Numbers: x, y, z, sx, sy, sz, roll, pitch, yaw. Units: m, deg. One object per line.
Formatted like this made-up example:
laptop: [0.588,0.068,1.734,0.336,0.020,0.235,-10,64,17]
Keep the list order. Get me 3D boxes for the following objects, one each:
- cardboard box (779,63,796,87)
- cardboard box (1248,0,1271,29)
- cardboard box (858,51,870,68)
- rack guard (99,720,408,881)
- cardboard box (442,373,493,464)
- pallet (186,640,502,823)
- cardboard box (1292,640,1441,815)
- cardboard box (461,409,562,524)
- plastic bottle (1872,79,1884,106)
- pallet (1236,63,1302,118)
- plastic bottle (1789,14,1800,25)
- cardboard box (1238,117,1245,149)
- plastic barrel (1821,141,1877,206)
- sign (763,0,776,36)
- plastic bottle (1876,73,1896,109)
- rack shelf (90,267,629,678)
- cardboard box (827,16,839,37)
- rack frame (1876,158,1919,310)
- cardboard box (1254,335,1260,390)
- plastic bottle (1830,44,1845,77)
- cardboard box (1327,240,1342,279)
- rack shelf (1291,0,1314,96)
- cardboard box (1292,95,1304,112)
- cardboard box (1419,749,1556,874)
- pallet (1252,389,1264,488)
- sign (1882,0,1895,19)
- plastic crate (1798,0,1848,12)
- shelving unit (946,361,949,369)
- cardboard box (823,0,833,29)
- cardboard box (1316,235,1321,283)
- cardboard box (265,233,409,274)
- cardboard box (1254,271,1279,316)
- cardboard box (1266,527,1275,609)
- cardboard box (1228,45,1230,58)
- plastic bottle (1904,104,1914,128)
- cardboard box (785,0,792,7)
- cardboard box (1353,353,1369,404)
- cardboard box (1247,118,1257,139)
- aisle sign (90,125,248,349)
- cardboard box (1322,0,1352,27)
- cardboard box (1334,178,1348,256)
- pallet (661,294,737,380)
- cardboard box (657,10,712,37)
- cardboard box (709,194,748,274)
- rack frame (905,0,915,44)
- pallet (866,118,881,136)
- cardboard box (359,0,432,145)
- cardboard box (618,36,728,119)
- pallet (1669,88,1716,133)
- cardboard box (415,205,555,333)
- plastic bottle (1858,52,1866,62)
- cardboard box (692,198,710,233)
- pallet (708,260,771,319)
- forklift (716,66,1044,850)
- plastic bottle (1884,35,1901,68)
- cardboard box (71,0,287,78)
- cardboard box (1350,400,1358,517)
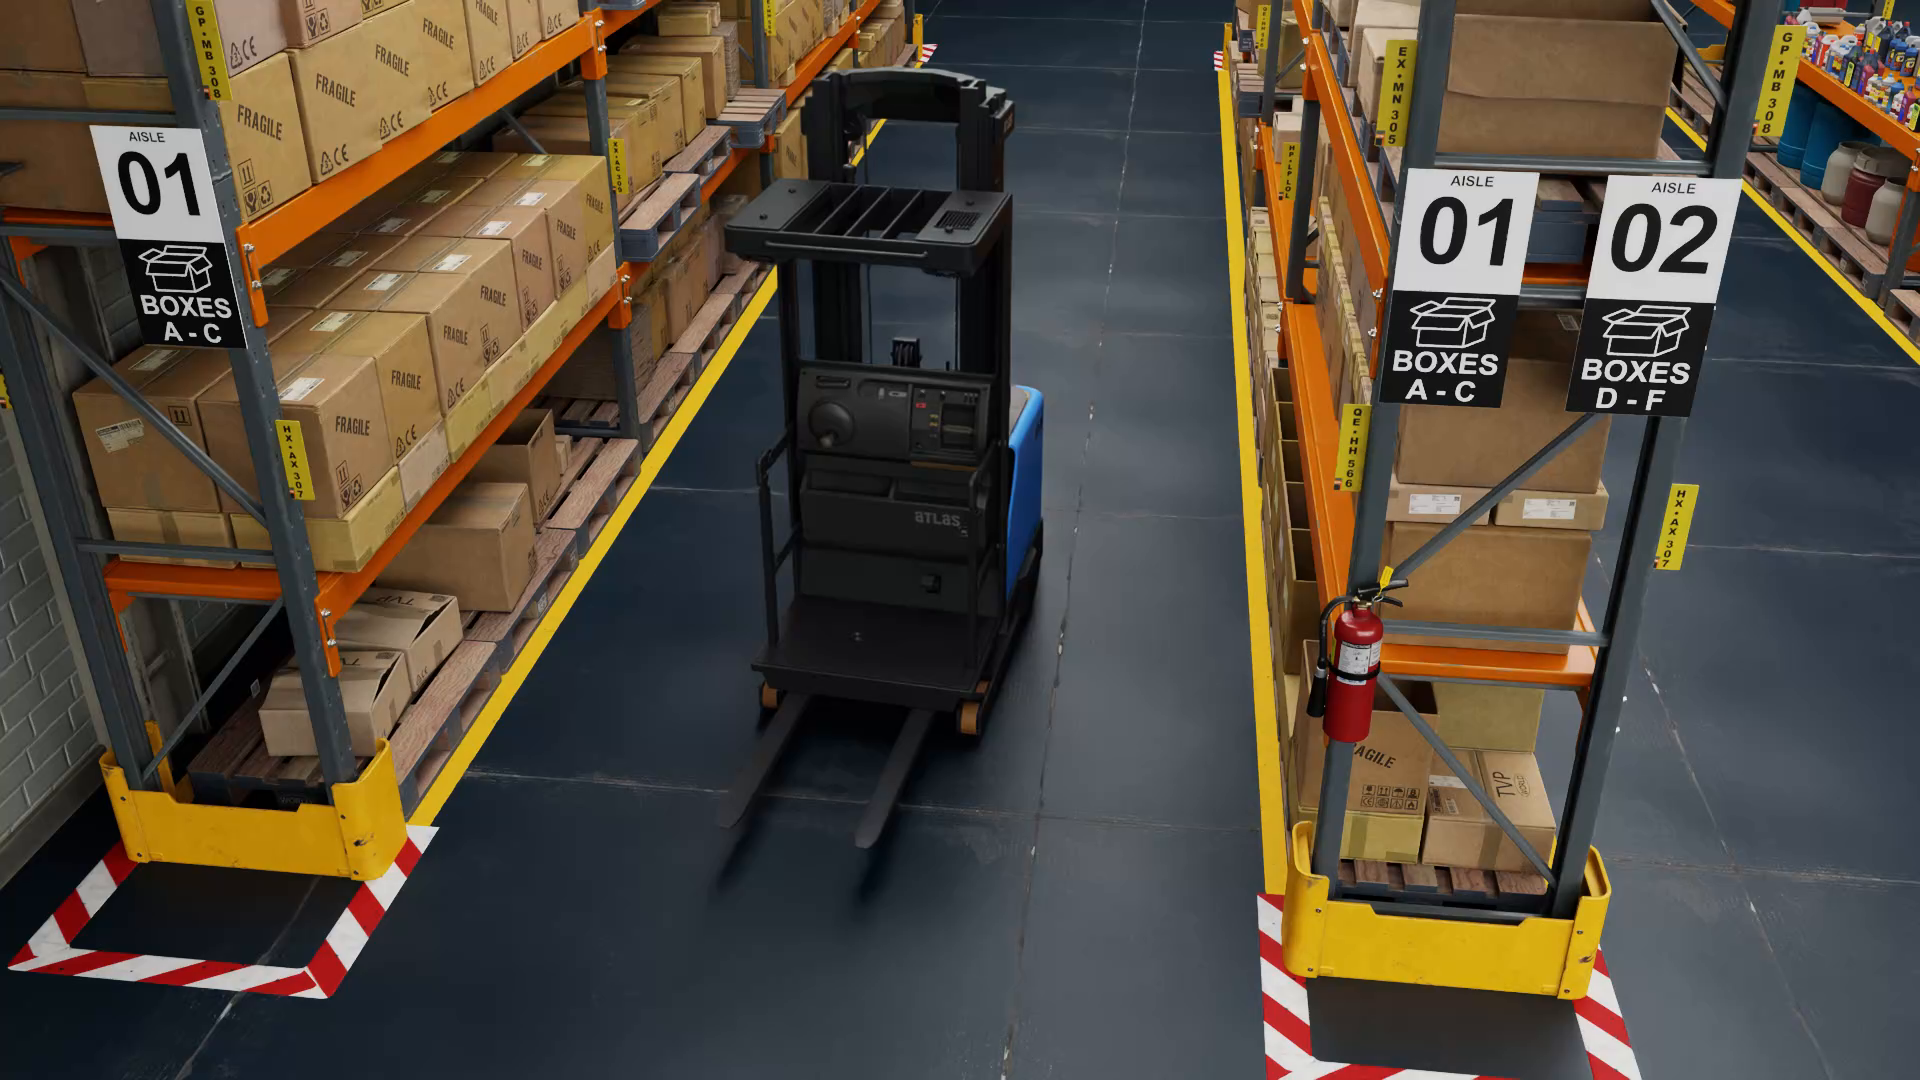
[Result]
cardboard box: [-1.625,-3.992,14.241,0.380,0.149,0.250,4,29,8]
cardboard box: [3.054,-5.002,15.324,0.700,0.500,0.500,8,29,14]
cardboard box: [-1.368,-5.027,18.112,0.700,0.500,0.500,4,29,7]
rack guard: [-3.022,1.116,7.151,1.175,0.500,0.348,3,28,6]
cardboard box: [-2.539,-0.587,7.814,0.500,0.250,0.500,3,28,5]
pallet: [-2.888,0.863,7.925,1.003,0.211,1.213,3,28,6]
cardboard box: [1.655,0.764,6.836,0.500,0.500,0.500,3,28,6]
cardboard box: [-2.629,-0.433,9.564,0.500,0.500,0.500,1,28,2]
plastic bottle: [7.527,-3.657,13.585,0.097,0.201,0.097,0,28,0]
pallet: [2.879,-3.667,13.595,1.213,0.211,1.003,3,28,6]
plastic bottle: [7.786,-4.759,15.544,0.061,0.283,0.133,3,28,6]
cardboard box: [3.054,-4.190,16.537,0.500,0.500,0.500,2,28,4]
plastic barrel: [7.943,-3.262,14.822,0.421,0.512,0.421,0,28,0]
sign: [-1.512,-4.162,13.175,0.100,0.325,0.005,3,28,6]
plastic bottle: [7.515,-3.642,13.483,0.097,0.271,0.097,0,28,0]
rack shelf: [-2.787,-0.573,8.409,1.077,0.370,4.000,3,28,6]
cardboard box: [-1.380,-4.952,16.023,0.380,0.149,0.250,3,28,6]
rack frame: [7.781,-3.138,12.413,1.000,3.000,0.127,3,28,6]
cardboard box: [2.264,-1.210,11.290,0.500,0.250,0.500,4,29,7]
plastic bottle: [7.653,-4.171,14.465,0.097,0.271,0.097,0,28,0]
cardboard box: [2.059,-1.396,8.389,0.380,0.149,0.250,3,28,6]
rack shelf: [2.620,-3.490,10.662,1.077,0.370,4.000,3,28,6]
cardboard box: [2.777,-3.220,12.658,0.500,0.311,0.500,5,29,9]
cardboard box: [2.172,1.124,6.957,0.500,0.250,0.500,3,28,6]
pallet: [2.427,-0.667,10.764,1.003,0.211,1.213,3,28,6]
sign: [8.817,-5.110,15.781,0.100,0.325,0.005,3,28,6]
plastic crate: [8.629,-5.481,16.631,0.402,0.464,0.583,3,28,6]
shelving unit: [0.007,-0.487,9.548,0.215,1.050,0.252,3,28,6]
cardboard box: [-1.490,-5.072,15.562,0.500,0.500,0.500,3,29,6]
cardboard box: [2.392,-1.713,9.926,0.500,0.250,0.500,5,29,9]
cardboard box: [-2.993,-1.172,8.110,0.500,0.500,0.500,4,29,7]
cardboard box: [2.327,-1.690,11.589,0.500,0.311,0.500,3,28,6]
cardboard box: [1.885,0.151,8.763,0.500,0.250,0.500,3,28,6]
cardboard box: [3.423,-5.845,19.960,0.380,0.166,0.250,3,28,6]
plastic bottle: [7.439,-3.319,12.958,0.097,0.201,0.097,0,28,0]
cardboard box: [-1.675,-4.680,14.043,0.500,0.250,0.500,3,28,5]
cardboard box: [1.870,-0.668,7.038,0.380,0.149,0.250,4,29,8]
cardboard box: [2.871,-3.814,15.047,0.500,0.250,0.500,3,28,5]
aisle sign: [-2.743,-1.041,5.780,0.394,0.787,0.004,3,28,6]
cardboard box: [1.986,-2.597,7.749,0.500,0.311,0.500,2,28,3]
cardboard box: [2.266,-1.713,8.294,0.700,0.500,0.500,3,28,6]
pallet: [-2.301,-1.546,12.397,1.003,0.211,1.213,3,28,6]
cardboard box: [-2.089,-3.921,12.612,0.380,0.149,0.250,-1,28,-2]
cardboard box: [-2.088,-2.465,13.335,0.700,0.500,0.500,4,29,7]
rack frame: [-1.071,-7.480,20.471,1.000,3.000,0.127,3,28,6]
pallet: [-1.391,-4.723,18.294,1.003,0.211,1.213,3,28,6]
cardboard box: [-2.582,-1.960,6.936,0.500,0.500,0.500,5,29,9]
cardboard box: [-2.141,-3.465,12.450,0.700,0.500,0.500,1,28,1]
pallet: [8.470,-4.718,18.284,1.003,0.211,1.213,3,28,6]
cardboard box: [-2.420,-1.392,8.517,0.500,0.500,0.500,3,28,5]
plastic bottle: [7.646,-3.986,14.110,0.061,0.283,0.133,3,28,6]
cardboard box: [-2.220,-2.531,12.666,0.500,0.250,0.500,4,29,7]
pallet: [-2.149,-2.119,13.460,1.003,0.211,1.213,3,28,6]
forklift: [-0.363,-0.548,7.676,1.130,2.935,3.031,6,29,11]
plastic bottle: [8.311,-4.349,14.796,0.097,0.271,0.097,0,28,0]
cardboard box: [-2.744,-1.929,5.825,0.500,0.500,0.500,1,28,3]
cardboard box: [2.081,-0.406,7.236,0.700,0.500,0.500,4,29,7]
